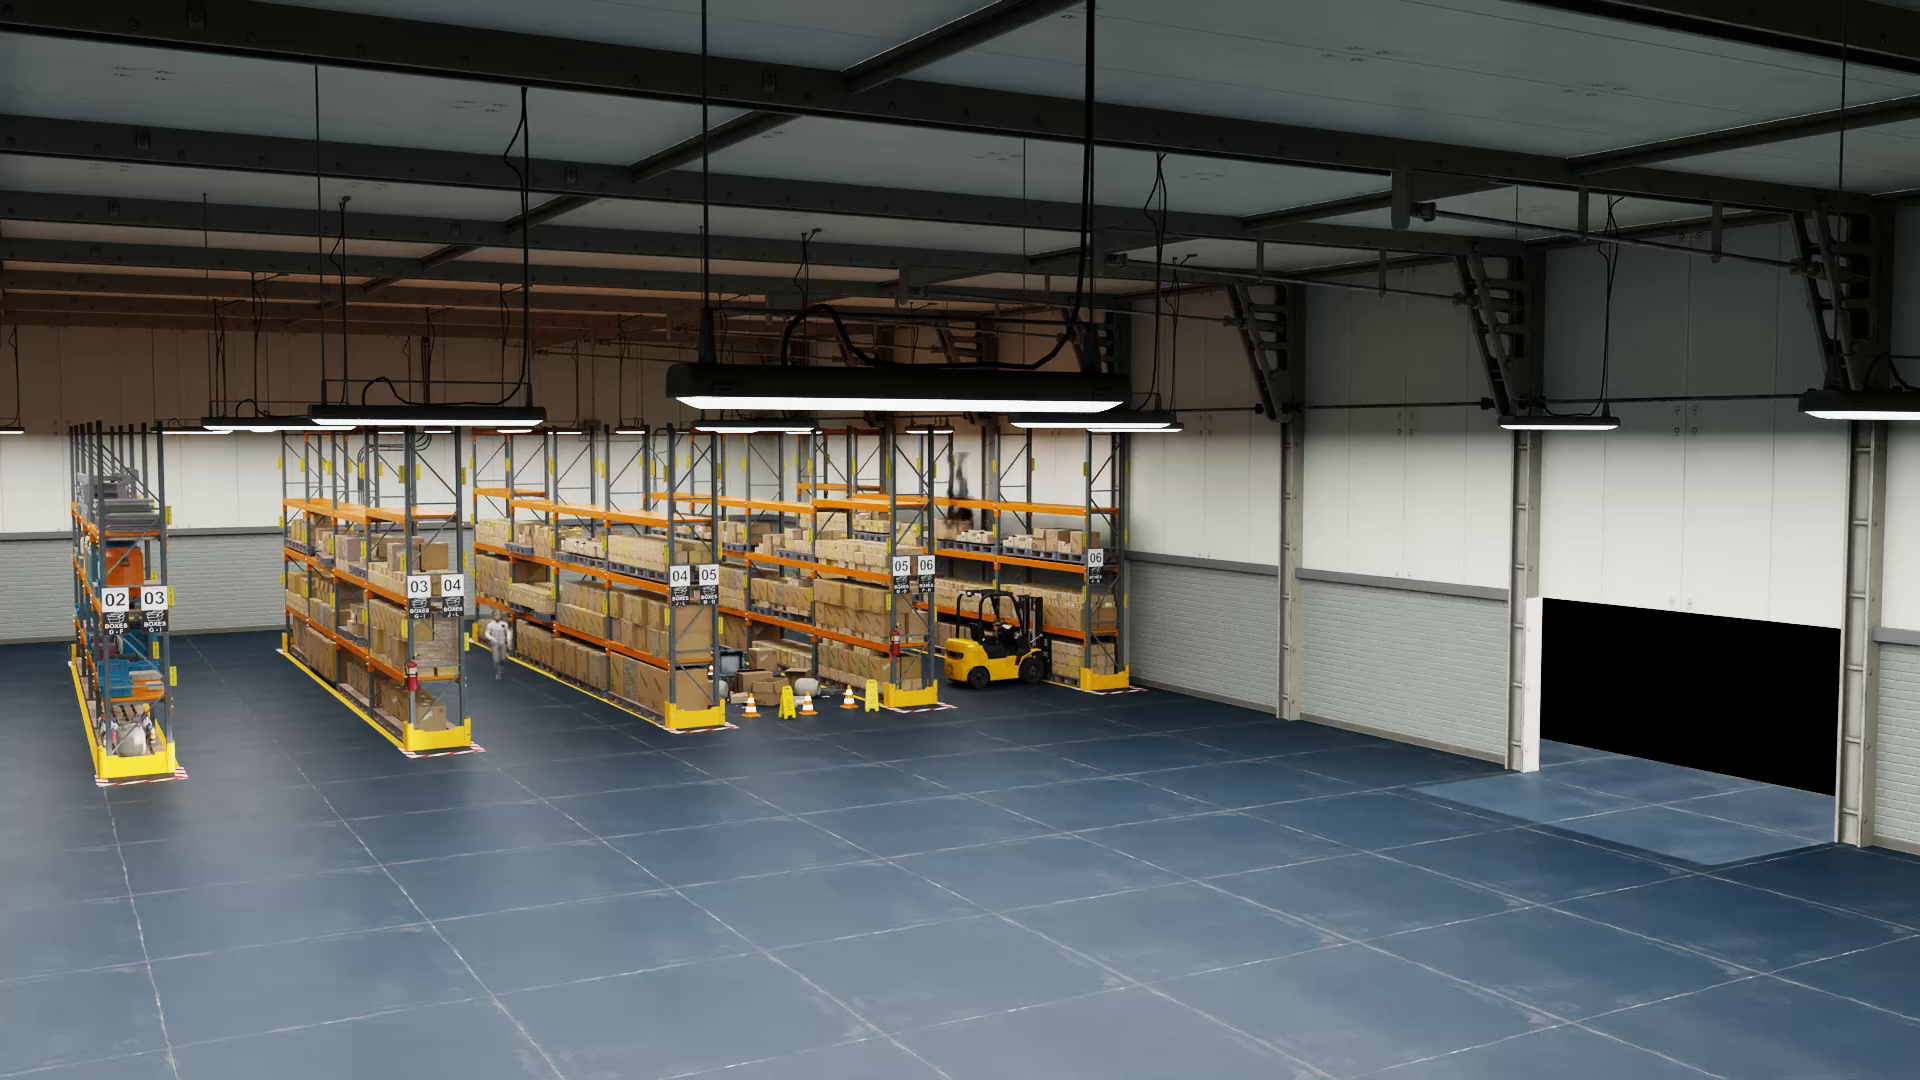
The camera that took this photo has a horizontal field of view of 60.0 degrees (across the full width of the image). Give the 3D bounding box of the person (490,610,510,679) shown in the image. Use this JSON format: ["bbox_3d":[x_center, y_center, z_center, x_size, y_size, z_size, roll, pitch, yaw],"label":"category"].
[{"bbox_3d":[-10.904,2.471,39.415,0.458,1.653,0.548,-2,4,-23],"label":"person"}]
